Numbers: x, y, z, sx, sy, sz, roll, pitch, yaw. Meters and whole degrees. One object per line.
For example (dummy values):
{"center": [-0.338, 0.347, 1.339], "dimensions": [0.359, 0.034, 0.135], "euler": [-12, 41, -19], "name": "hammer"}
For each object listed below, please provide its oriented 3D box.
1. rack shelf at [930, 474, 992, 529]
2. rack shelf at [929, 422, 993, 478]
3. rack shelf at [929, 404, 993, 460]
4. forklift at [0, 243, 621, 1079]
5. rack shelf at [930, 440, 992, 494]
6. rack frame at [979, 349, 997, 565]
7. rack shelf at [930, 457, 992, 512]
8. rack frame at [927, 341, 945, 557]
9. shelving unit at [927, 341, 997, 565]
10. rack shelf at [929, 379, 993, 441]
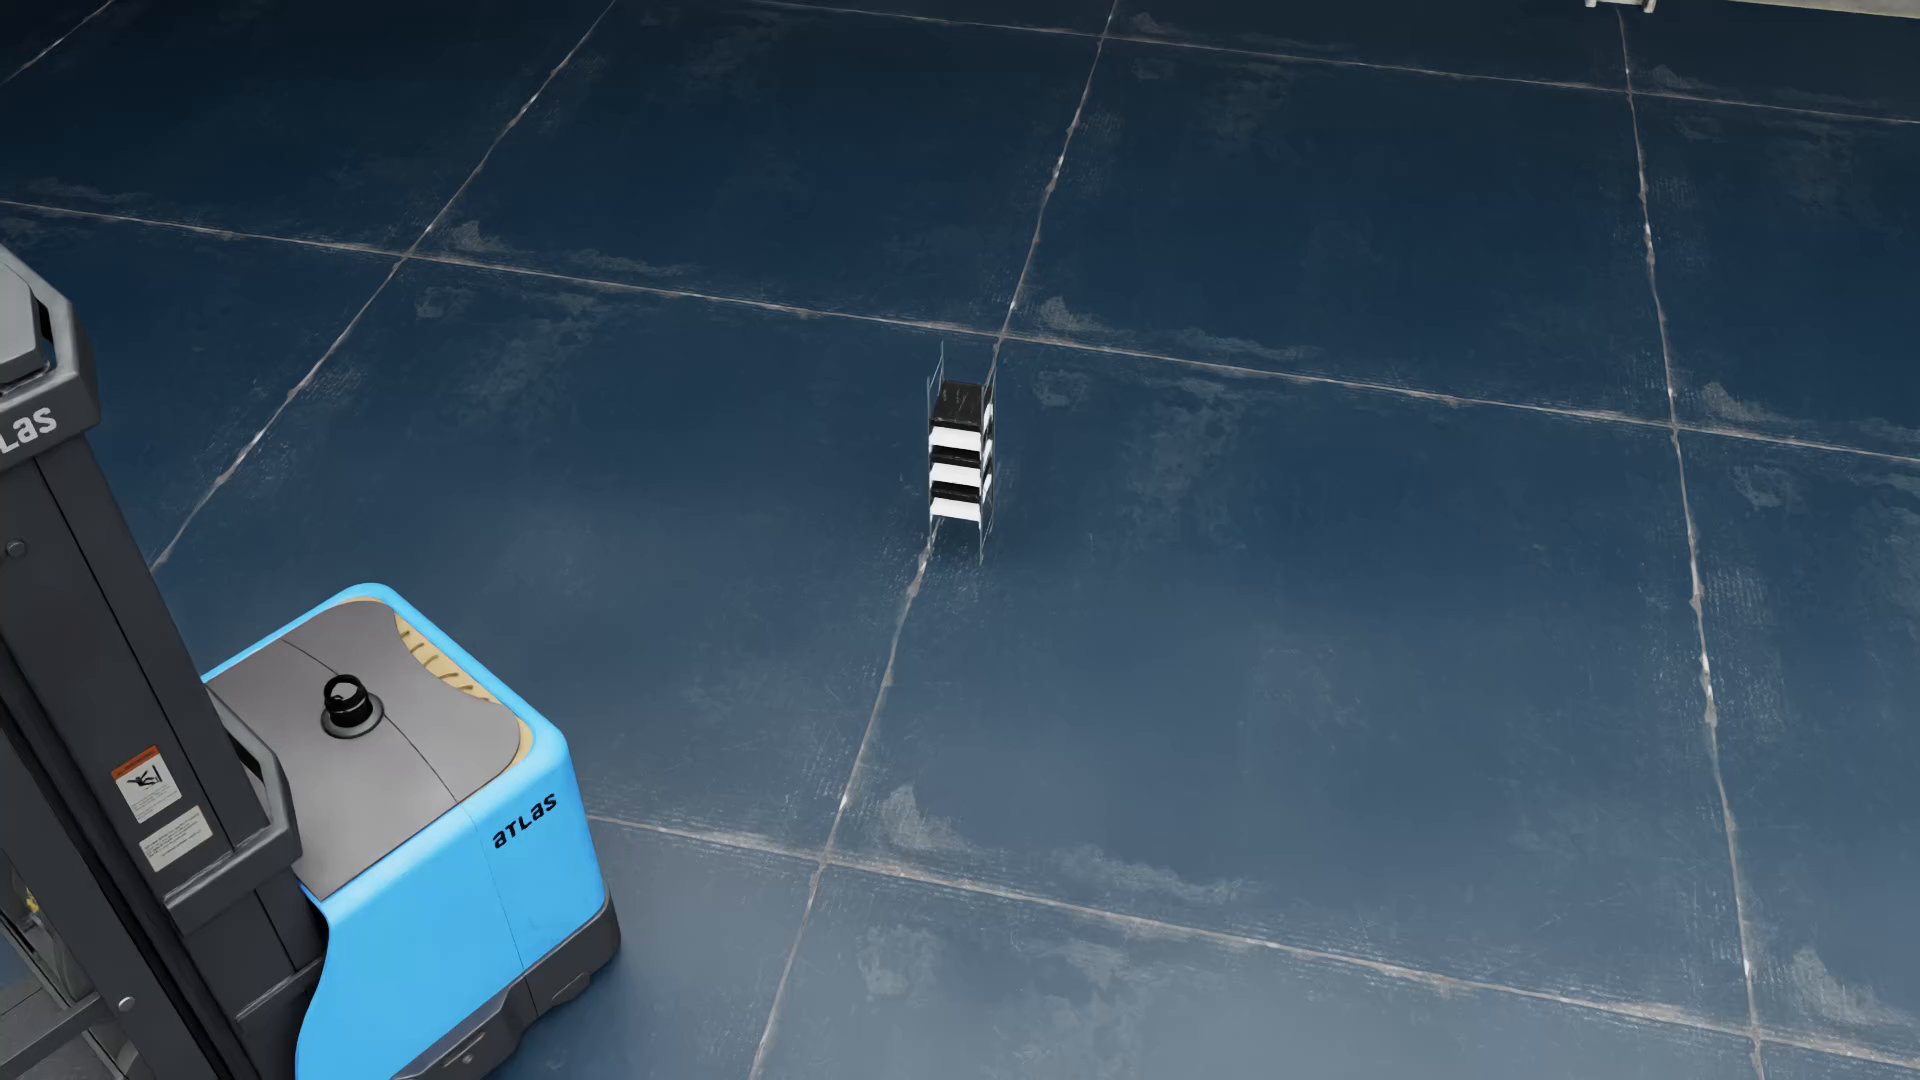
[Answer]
{"center": [0.008, -0.169, 6.585], "dimensions": [0.200, 0.077, 0.258], "euler": [9, 45, 9], "name": "rack shelf"}
{"center": [0.008, -0.364, 6.397], "dimensions": [0.200, 0.077, 0.258], "euler": [9, 45, 9], "name": "rack shelf"}
{"center": [0.008, -0.429, 6.335], "dimensions": [0.200, 0.077, 0.258], "euler": [9, 45, 9], "name": "rack shelf"}
{"center": [-2.450, 0.802, 3.803], "dimensions": [1.130, 2.935, 3.031], "euler": [32, 53, 29], "name": "forklift"}
{"center": [0.008, -0.299, 6.460], "dimensions": [0.200, 0.077, 0.258], "euler": [9, 45, 9], "name": "rack shelf"}
{"center": [0.107, -0.308, 6.421], "dimensions": [0.006, 0.900, 0.240], "euler": [9, 45, 9], "name": "rack frame"}
{"center": [0.008, -0.234, 6.522], "dimensions": [0.200, 0.077, 0.258], "euler": [9, 45, 9], "name": "rack shelf"}
{"center": [-0.091, -0.338, 6.453], "dimensions": [0.006, 0.900, 0.240], "euler": [9, 45, 9], "name": "rack frame"}
{"center": [0.008, -0.323, 6.437], "dimensions": [0.210, 0.900, 0.258], "euler": [9, 45, 9], "name": "shelving unit"}
{"center": [0.008, -0.493, 6.273], "dimensions": [0.200, 0.077, 0.258], "euler": [9, 45, 9], "name": "rack shelf"}
